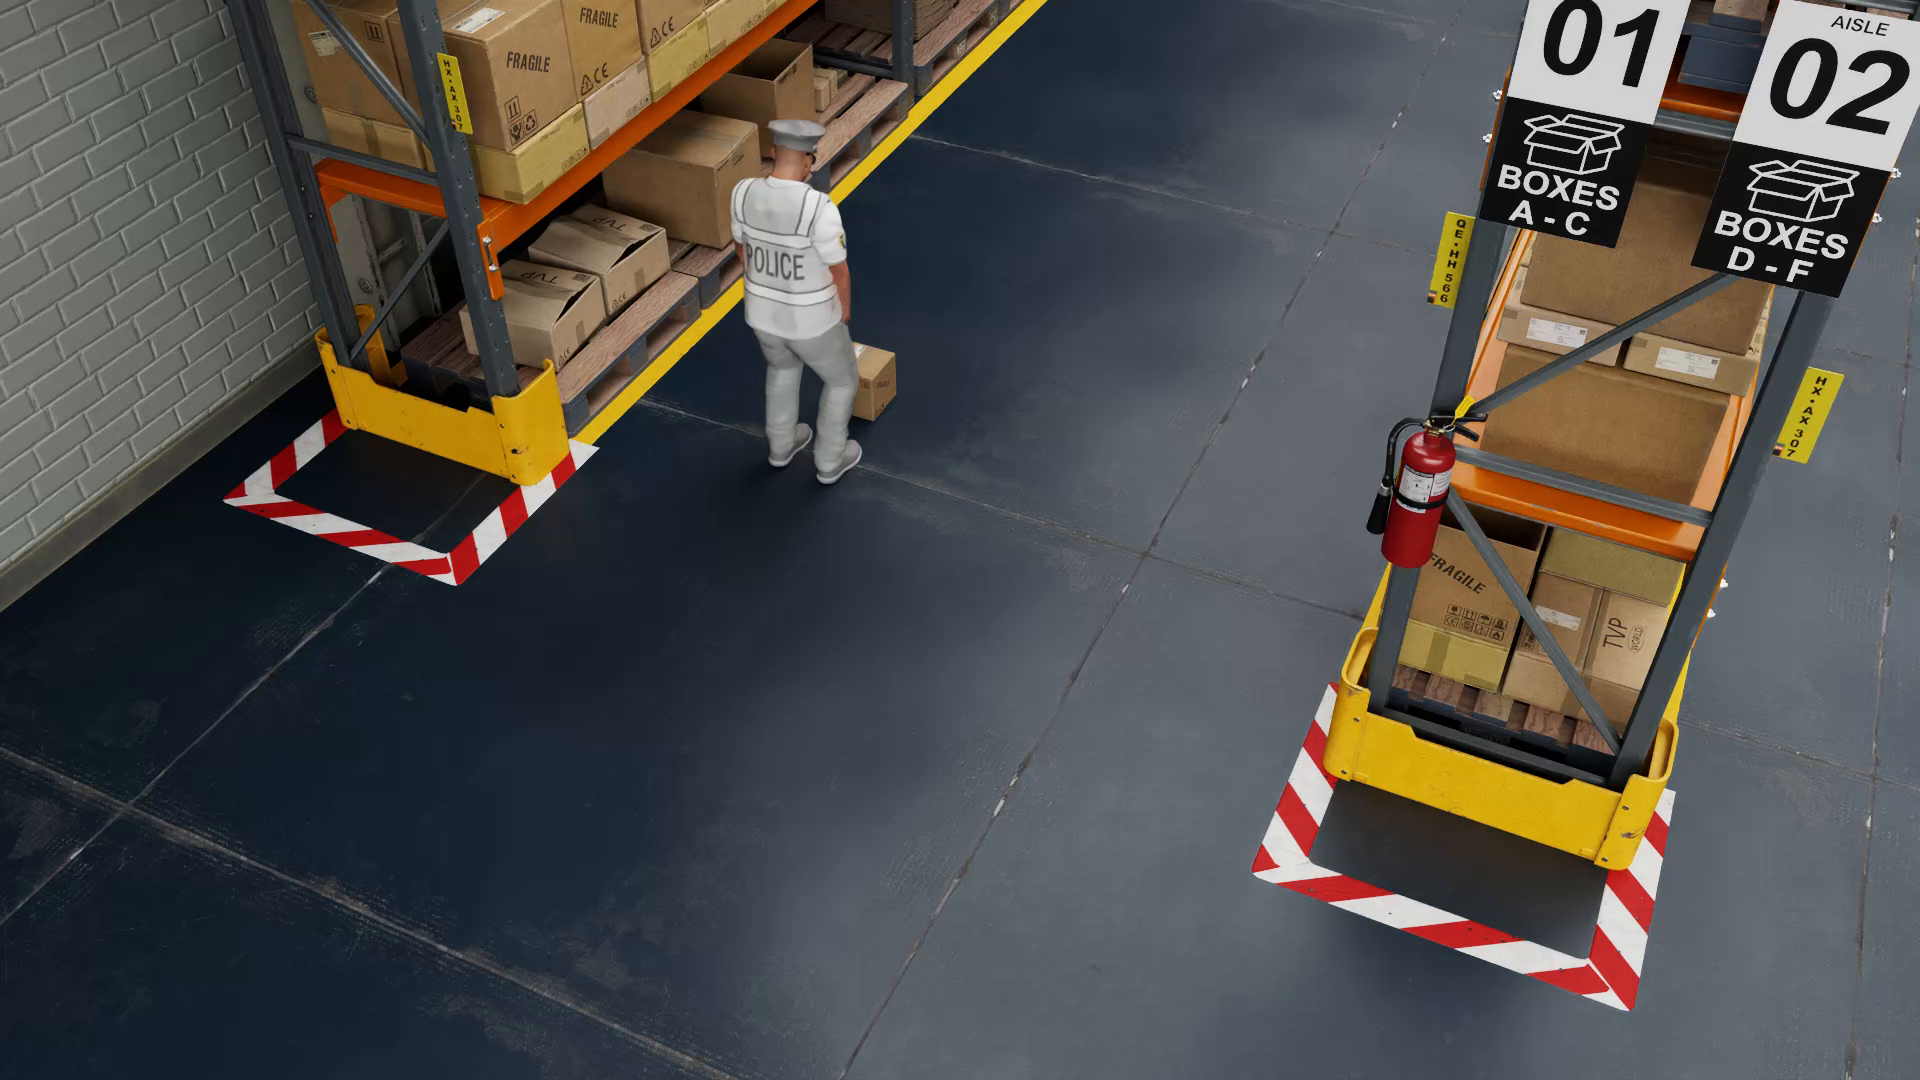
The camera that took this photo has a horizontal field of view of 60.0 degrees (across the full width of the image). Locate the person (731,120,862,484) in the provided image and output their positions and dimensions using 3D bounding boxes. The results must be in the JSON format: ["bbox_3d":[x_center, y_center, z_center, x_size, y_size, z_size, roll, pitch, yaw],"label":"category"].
[{"bbox_3d":[-0.724,-1.025,7.346,0.554,1.710,0.475,18,45,19],"label":"person"}]
